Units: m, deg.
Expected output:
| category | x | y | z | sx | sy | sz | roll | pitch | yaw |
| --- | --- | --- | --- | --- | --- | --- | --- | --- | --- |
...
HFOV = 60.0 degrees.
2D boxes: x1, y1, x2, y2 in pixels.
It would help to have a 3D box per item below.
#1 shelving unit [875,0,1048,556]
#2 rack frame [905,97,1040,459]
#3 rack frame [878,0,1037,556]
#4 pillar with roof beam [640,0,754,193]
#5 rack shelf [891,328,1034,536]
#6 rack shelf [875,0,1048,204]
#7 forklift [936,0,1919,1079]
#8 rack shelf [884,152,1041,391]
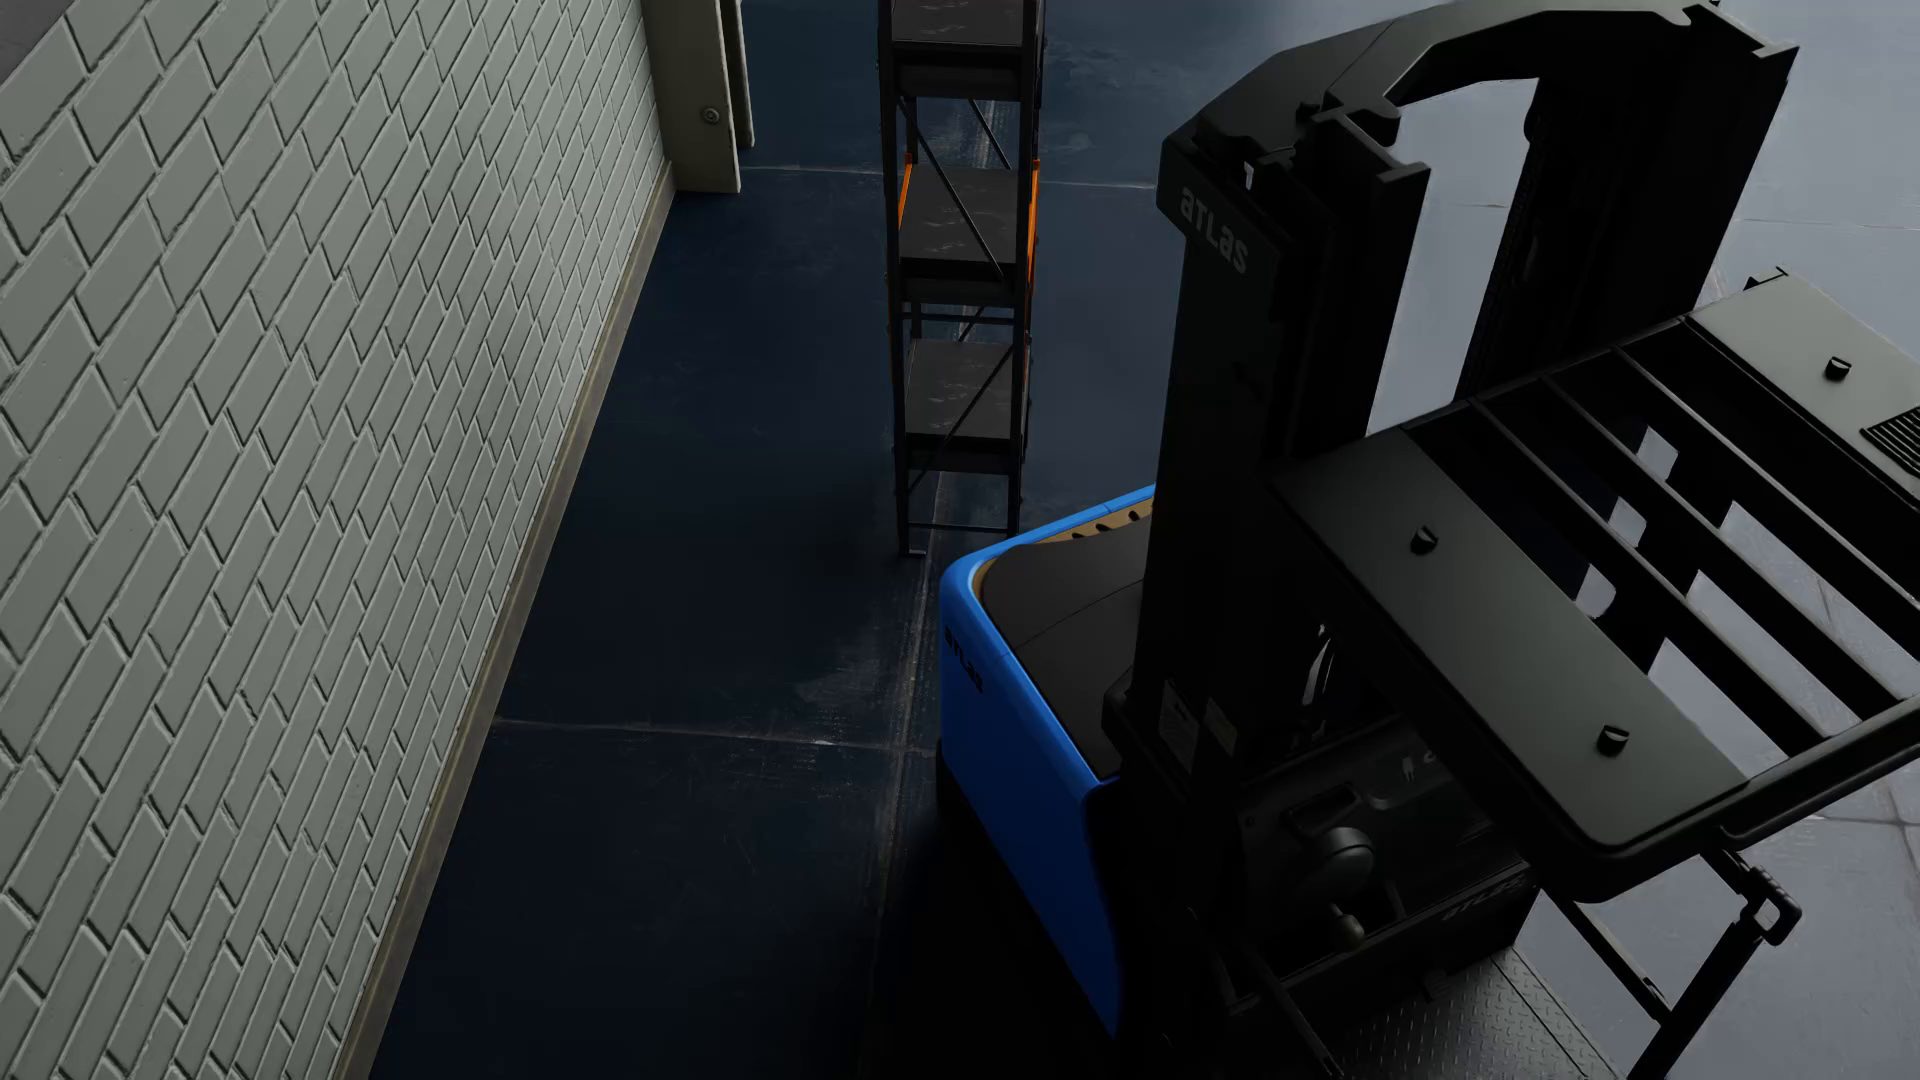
| category | x | y | z | sx | sy | sz | roll | pitch | yaw |
| --- | --- | --- | --- | --- | --- | --- | --- | --- | --- |
| shelving unit | 0.015 | -0.830 | 5.086 | 0.431 | 2.100 | 0.503 | 4 | 48 | 4 |
| rack frame | 0.037 | -1.010 | 5.250 | 0.400 | 2.100 | 0.015 | 4 | 48 | 4 |
| rack frame | -0.007 | -0.651 | 4.922 | 0.400 | 2.100 | 0.015 | 4 | 48 | 4 |
| pillar with roof beam | 3.205 | -4.385 | 3.662 | 9.100 | 9.000 | 0.400 | 4 | 48 | 4 |
| rack shelf | 0.015 | -0.349 | 5.613 | 0.431 | 0.518 | 0.480 | 4 | 48 | 4 |
| rack shelf | 0.015 | -1.294 | 4.580 | 0.431 | 0.518 | 0.480 | 4 | 48 | 4 |
| forklift | 1.048 | 0.609 | 3.207 | 1.130 | 2.935 | 3.031 | -21 | 51 | -18 |
| rack shelf | 0.015 | -0.821 | 5.097 | 0.431 | 0.518 | 0.480 | 4 | 48 | 4 |
